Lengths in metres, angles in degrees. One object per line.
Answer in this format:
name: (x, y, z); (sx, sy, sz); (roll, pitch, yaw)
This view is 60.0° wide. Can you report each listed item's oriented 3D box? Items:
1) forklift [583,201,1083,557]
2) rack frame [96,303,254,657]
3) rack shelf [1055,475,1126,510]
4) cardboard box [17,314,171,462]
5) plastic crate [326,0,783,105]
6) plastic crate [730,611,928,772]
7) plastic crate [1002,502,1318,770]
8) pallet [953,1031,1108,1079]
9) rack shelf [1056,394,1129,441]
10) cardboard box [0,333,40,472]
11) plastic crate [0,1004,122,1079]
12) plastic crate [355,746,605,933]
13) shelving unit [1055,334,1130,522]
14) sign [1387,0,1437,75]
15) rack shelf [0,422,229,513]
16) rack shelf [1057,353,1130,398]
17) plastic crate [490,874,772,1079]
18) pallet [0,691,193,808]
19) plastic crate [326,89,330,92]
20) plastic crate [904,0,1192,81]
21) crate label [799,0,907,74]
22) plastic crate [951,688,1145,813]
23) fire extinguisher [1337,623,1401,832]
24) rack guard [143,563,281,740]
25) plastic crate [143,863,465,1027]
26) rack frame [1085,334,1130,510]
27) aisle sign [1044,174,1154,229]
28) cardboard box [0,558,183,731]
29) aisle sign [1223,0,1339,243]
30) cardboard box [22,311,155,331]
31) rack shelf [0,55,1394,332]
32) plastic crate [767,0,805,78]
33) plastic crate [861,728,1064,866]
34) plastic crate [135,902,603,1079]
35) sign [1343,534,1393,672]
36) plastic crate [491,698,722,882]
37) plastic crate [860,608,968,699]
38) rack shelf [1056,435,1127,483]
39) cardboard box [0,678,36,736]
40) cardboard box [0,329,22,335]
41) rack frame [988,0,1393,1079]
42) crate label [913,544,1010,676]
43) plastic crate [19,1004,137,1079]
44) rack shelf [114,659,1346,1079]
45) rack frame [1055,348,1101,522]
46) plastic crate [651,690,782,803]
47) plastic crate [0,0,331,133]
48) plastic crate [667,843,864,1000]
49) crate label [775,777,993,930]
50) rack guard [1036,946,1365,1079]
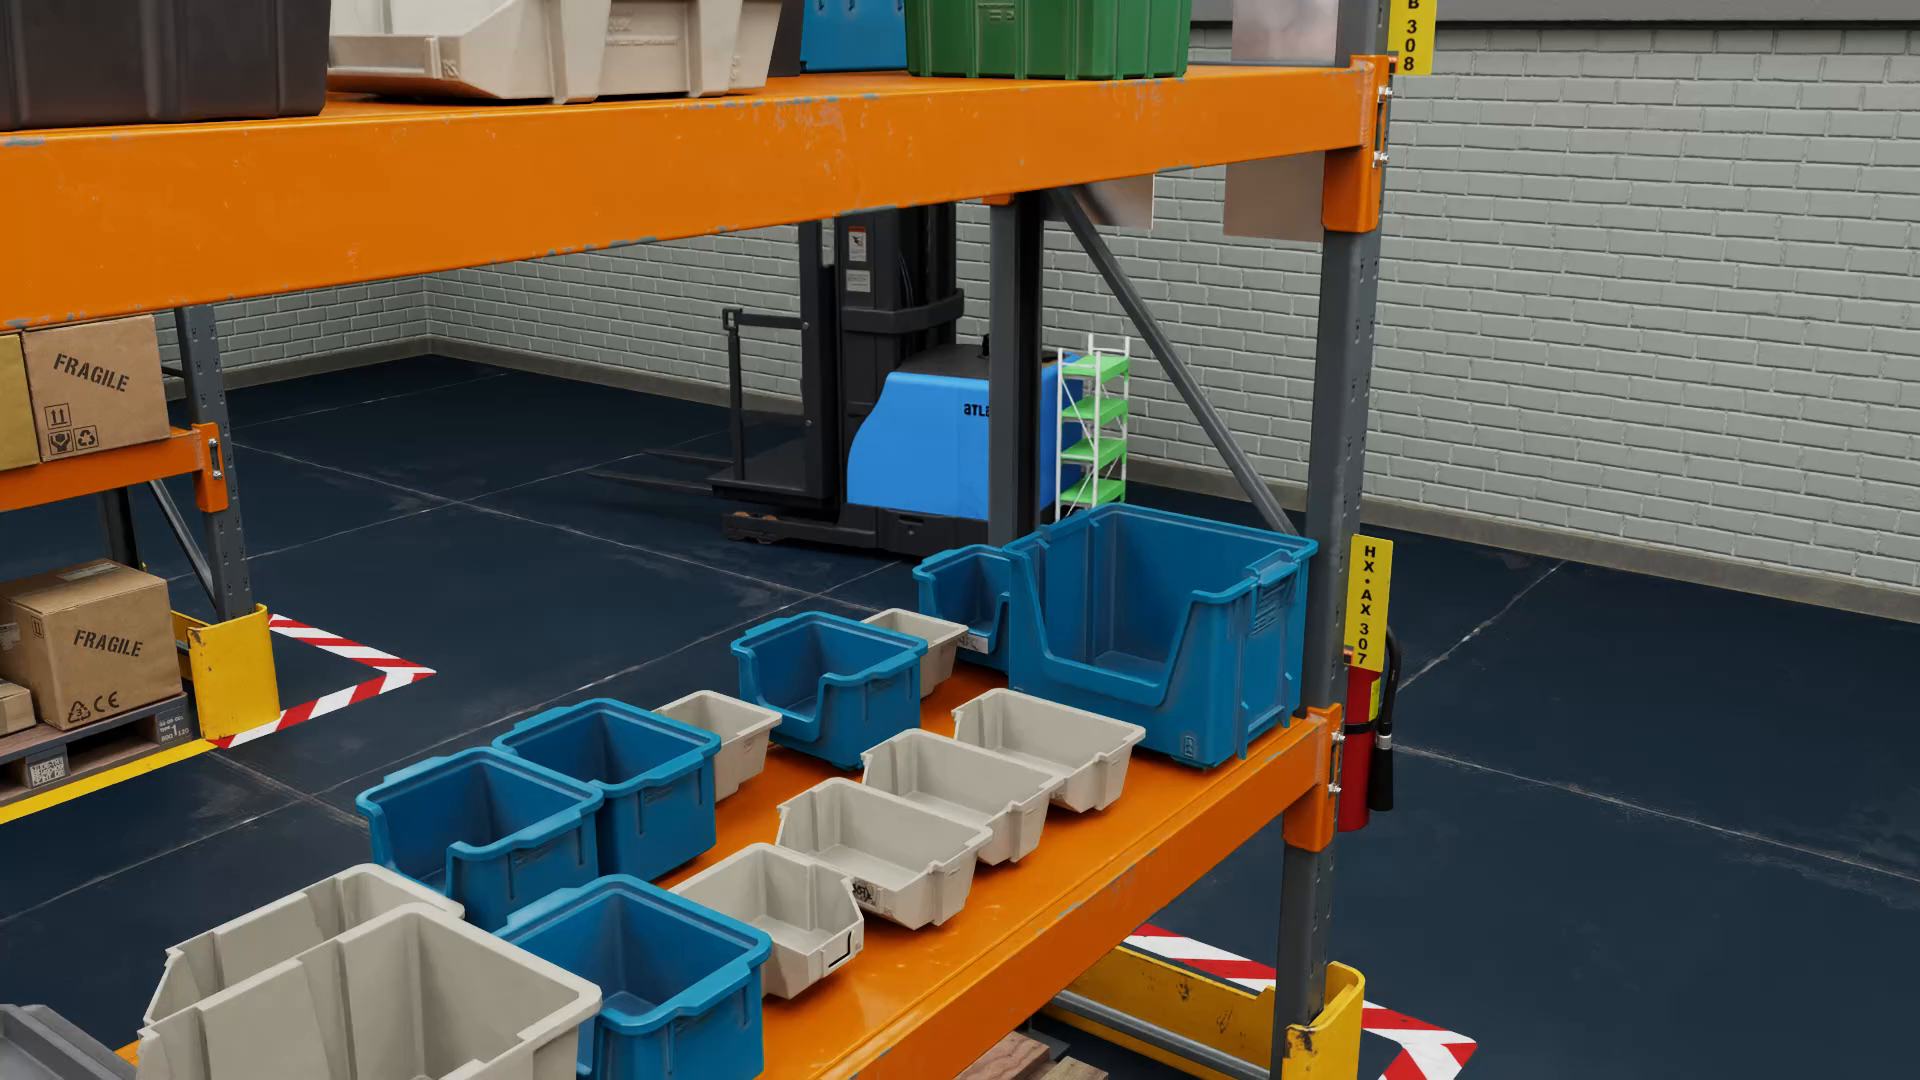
forklift: (-0.833, -1.507, 9.653); (3.031, 2.935, 1.130); (8, 19, 23)
rack frame: (-3.465, -0.742, 7.075); (1.000, 3.000, 0.127); (12, 21, 35)
rack shelf: (0.748, -0.232, 9.493); (0.258, 0.148, 0.480); (8, 19, 23)
cardboard box: (-3.513, -0.635, 6.561); (0.500, 0.500, 0.500); (13, 22, 36)
plastic crate: (-0.521, -0.636, 2.121); (0.437, 0.136, 0.530); (12, 21, 35)
plastic crate: (-0.293, 0.343, 3.762); (0.416, 0.233, 0.300); (12, 21, 35)
plastic crate: (0.461, 0.202, 3.876); (0.616, 0.435, 0.499); (12, 21, 35)
pallet: (-0.012, 1.656, 4.056); (1.003, 0.211, 1.213); (12, 21, 35)
rack shelf: (0.748, -0.691, 9.351); (0.258, 0.148, 0.480); (8, 19, 23)
cardboard box: (-3.819, -0.511, 6.161); (0.500, 0.500, 0.500); (13, 21, 35)
plastic crate: (-1.139, 0.860, 1.709); (0.402, 0.464, 0.583); (12, 21, 35)
plastic crate: (-0.864, 0.571, 3.027); (0.416, 0.233, 0.300); (12, 21, 35)
shelving unit: (0.748, -0.522, 9.403); (0.258, 1.200, 0.503); (8, 19, 23)
sign: (0.962, -1.155, 3.523); (0.100, 0.325, 0.005); (12, 21, 35)
rack shelf: (-4.657, 0.078, 5.647); (1.077, 0.370, 4.000); (12, 21, 35)
rack shelf: (0.748, -0.920, 9.280); (0.258, 0.148, 0.480); (8, 19, 23)
plastic crate: (-0.507, 0.720, 2.548); (0.416, 0.233, 0.300); (12, 21, 35)
pallet: (-3.984, 0.798, 6.818); (1.003, 0.211, 1.213); (12, 21, 35)
plastic crate: (-1.057, -0.768, 2.302); (0.437, 0.282, 0.530); (12, 21, 35)
plastic crate: (0.153, -0.912, 2.921); (0.450, 0.188, 0.336); (12, 21, 35)
crate label: (-0.298, -1.064, 3.306); (0.408, 0.251, 0.502); (12, 21, 35)
plastic crate: (0.170, 0.458, 3.555); (0.396, 0.136, 0.243); (12, 21, 35)
fire extinguisher: (0.966, 0.394, 4.177); (0.296, 0.674, 0.183); (12, 21, 35)
rack guard: (-3.510, 0.470, 7.387); (1.175, 0.500, 0.348); (12, 21, 35)
plastic crate: (-1.076, 0.717, 2.722); (0.293, 0.136, 0.466); (12, 21, 35)
rack frame: (0.848, -0.589, 9.616); (0.240, 1.200, 0.015); (8, 19, 23)
aisle sign: (0.315, -1.177, 4.092); (0.394, 0.787, 0.004); (12, 21, 35)
cardboard box: (-3.591, 0.415, 6.823); (0.500, 0.500, 0.500); (12, 21, 35)
aisle sign: (0.789, -1.072, 3.756); (0.394, 0.787, 0.004); (12, 21, 35)
cardboard box: (-3.509, -1.112, 6.414); (0.500, 0.500, 0.500); (12, 21, 34)
rack shelf: (-0.681, -0.478, 2.381); (1.077, 0.370, 4.000); (12, 21, 35)
plastic crate: (-0.620, -0.953, 2.802); (0.504, 0.338, 0.767); (12, 21, 35)
plastic crate: (-0.014, 0.524, 3.341); (0.396, 0.136, 0.243); (12, 21, 35)
plastic crate: (-0.815, 0.784, 2.260); (0.437, 0.282, 0.530); (12, 21, 35)
sign: (0.962, 0.150, 3.928); (0.100, 0.325, 0.005); (12, 21, 35)
plastic crate: (-0.685, 0.500, 3.257); (0.416, 0.233, 0.300); (12, 21, 35)
plastic crate: (-0.158, 0.294, 4.082); (0.250, 0.136, 0.298); (12, 21, 35)
rack shelf: (0.748, -0.461, 9.422); (0.258, 0.148, 0.480); (8, 19, 23)
cardboard box: (-3.905, 0.655, 6.613); (0.380, 0.166, 0.250); (12, 21, 35)
cardboard box: (-3.810, -0.992, 6.026); (0.500, 0.500, 0.500); (13, 22, 36)
rack frame: (0.511, 0.134, 4.253); (1.000, 3.000, 0.127); (12, 21, 35)
crate label: (0.099, 0.186, 4.267); (0.416, 0.233, 0.303); (12, 21, 35)
plastic crate: (-1.421, 0.876, 2.228); (0.437, 0.125, 0.590); (12, 21, 35)
rack shelf: (-0.681, 0.954, 2.826); (1.077, 0.370, 4.000); (12, 21, 35)
rack frame: (0.649, -0.456, 9.190); (0.240, 1.200, 0.015); (8, 19, 23)
plastic crate: (-0.562, 0.456, 3.562); (0.250, 0.136, 0.298); (12, 21, 35)
plastic crate: (-0.912, -0.530, 1.556); (0.497, 0.269, 0.590); (12, 21, 35)
plastic crate: (-0.322, 0.669, 2.876); (0.298, 0.136, 0.250); (12, 21, 35)
crate label: (-0.160, 0.595, 3.113); (0.396, 0.136, 0.243); (12, 21, 35)
rack guard: (0.515, 1.320, 4.650); (1.175, 0.500, 0.348); (12, 21, 35)
